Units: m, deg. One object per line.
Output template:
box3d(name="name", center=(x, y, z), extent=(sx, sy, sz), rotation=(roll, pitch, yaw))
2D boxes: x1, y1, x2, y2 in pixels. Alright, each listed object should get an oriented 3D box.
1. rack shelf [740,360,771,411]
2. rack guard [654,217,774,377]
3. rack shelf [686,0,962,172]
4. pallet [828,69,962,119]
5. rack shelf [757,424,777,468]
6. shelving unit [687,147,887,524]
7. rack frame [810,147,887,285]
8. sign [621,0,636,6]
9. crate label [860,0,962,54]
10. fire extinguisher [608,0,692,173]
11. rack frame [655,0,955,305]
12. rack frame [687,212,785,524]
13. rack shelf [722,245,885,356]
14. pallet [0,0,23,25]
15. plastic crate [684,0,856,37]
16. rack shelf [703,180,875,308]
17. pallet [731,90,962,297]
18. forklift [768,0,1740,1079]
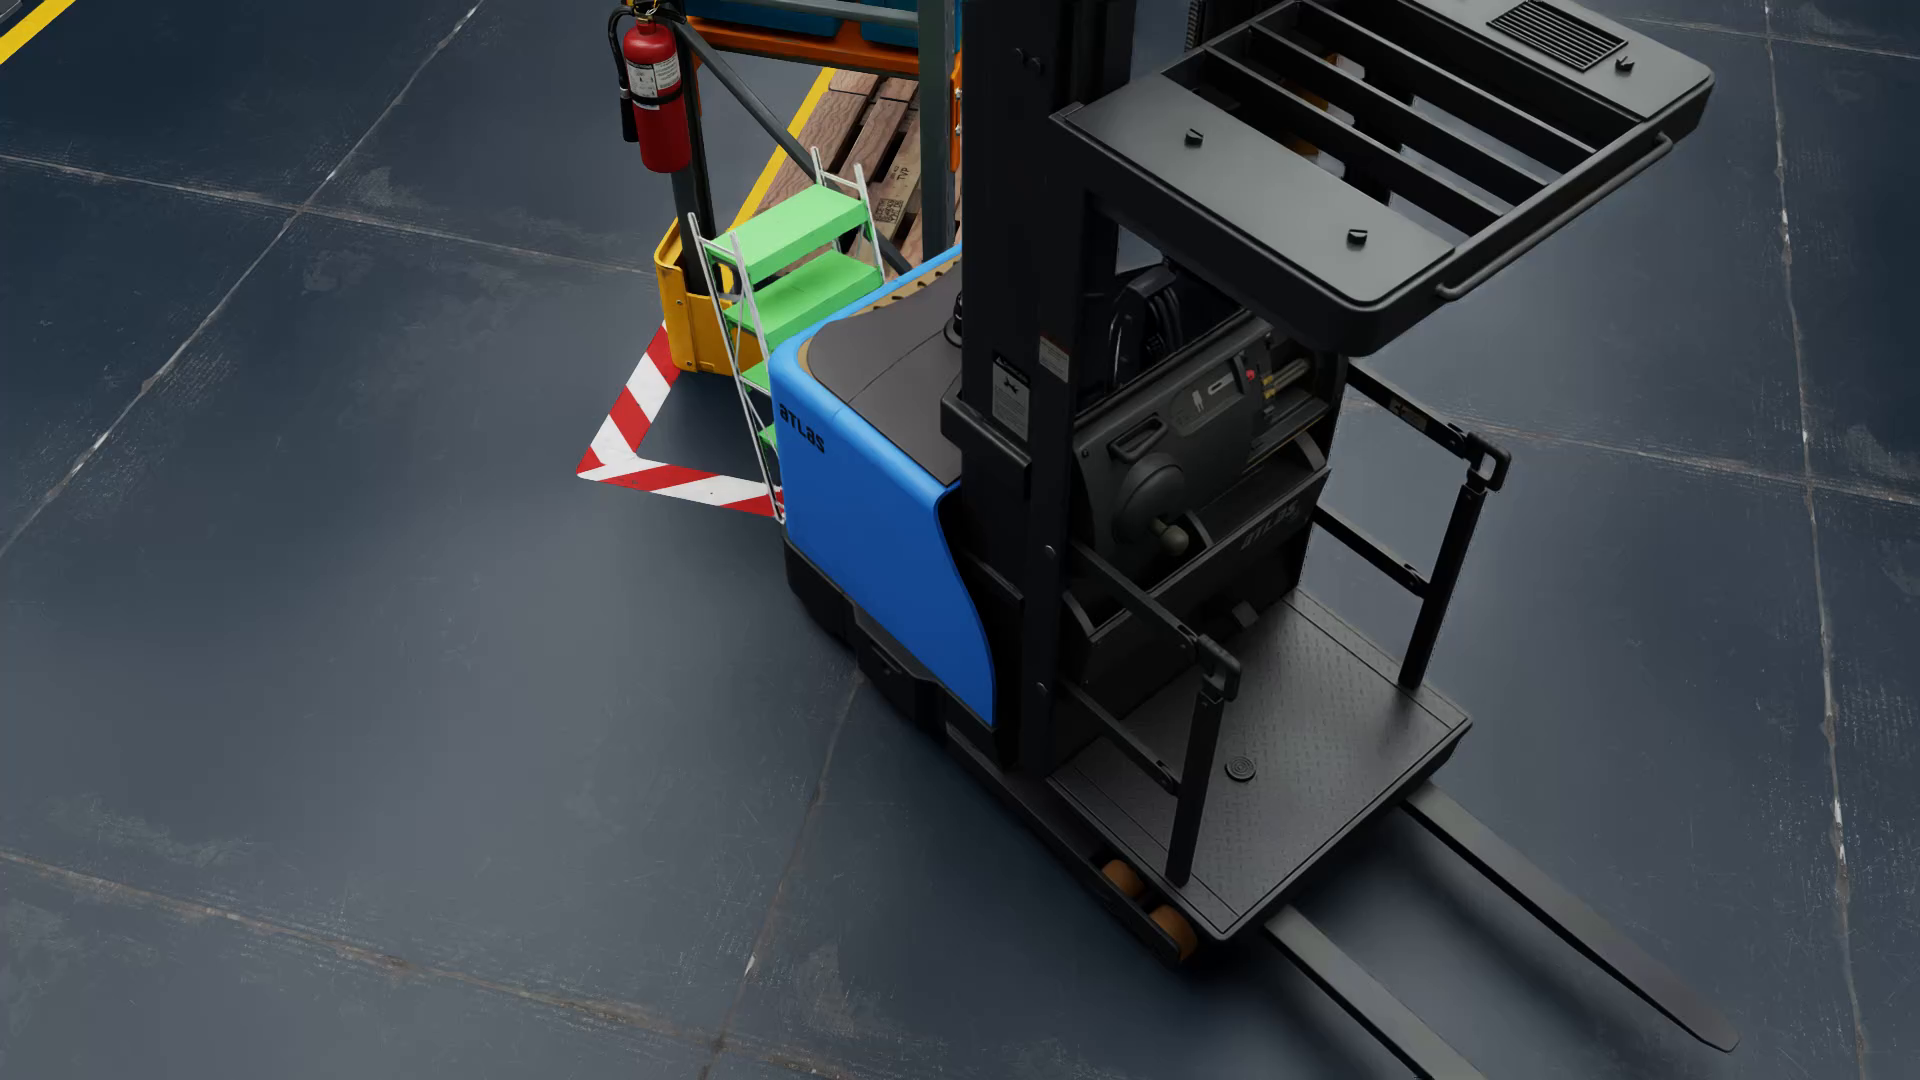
box3d(name="rack shelf", center=(-0.463, -0.565, 5.506), extent=(0.480, 0.148, 0.258), rotation=(-35, 44, -27))
box3d(name="rack guard", center=(-0.507, -0.835, 6.153), extent=(1.175, 0.500, 0.348), rotation=(12, 50, 10))
box3d(name="rack shelf", center=(0.013, -2.890, 6.780), extent=(1.077, 0.370, 4.000), rotation=(12, 50, 10))
box3d(name="pallet", center=(0.064, -2.228, 7.575), extent=(1.003, 0.211, 1.213), rotation=(12, 50, 10))
box3d(name="rack shelf", center=(-0.425, -0.381, 5.655), extent=(0.480, 0.148, 0.258), rotation=(-35, 44, -27))
box3d(name="shelving unit", center=(-0.473, -0.614, 5.467), extent=(0.503, 1.200, 0.258), rotation=(-35, 44, -27))
box3d(name="rack frame", center=(-0.295, -0.740, 5.577), extent=(0.015, 1.200, 0.240), rotation=(-35, 44, -27))
box3d(name="sign", center=(-1.049, -1.833, 5.258), extent=(0.100, 0.325, 0.005), rotation=(12, 50, 10))
box3d(name="crate label", center=(-0.131, -1.760, 5.374), extent=(0.416, 0.233, 0.303), rotation=(12, 50, 10))
box3d(name="fire extinguisher", center=(-0.992, -1.513, 5.385), extent=(0.296, 0.674, 0.183), rotation=(12, 50, 10))
box3d(name="rack frame", center=(-0.514, -1.682, 5.234), extent=(1.000, 3.000, 0.127), rotation=(12, 50, 10))
box3d(name="rack frame", center=(-0.650, -0.489, 5.356), extent=(0.015, 1.200, 0.240), rotation=(-35, 44, -27))
box3d(name="rack shelf", center=(-0.501, -0.750, 5.357), extent=(0.480, 0.148, 0.258), rotation=(-35, 44, -27))
box3d(name="pallet", center=(-5.157, -2.330, 7.666), extent=(1.003, 0.211, 1.213), rotation=(12, 50, 10))
box3d(name="plastic crate", center=(-0.606, -1.992, 5.444), extent=(0.616, 0.435, 0.499), rotation=(12, 50, 10))
box3d(name="rack shelf", center=(-0.539, -0.934, 5.209), extent=(0.480, 0.148, 0.258), rotation=(-35, 44, -27))
box3d(name="pallet", center=(-0.259, -1.348, 6.799), extent=(1.003, 0.211, 1.213), rotation=(12, 50, 10))
box3d(name="forklift", center=(0.776, -0.216, 3.985), extent=(1.130, 2.935, 3.031), rotation=(-33, 56, -26))
